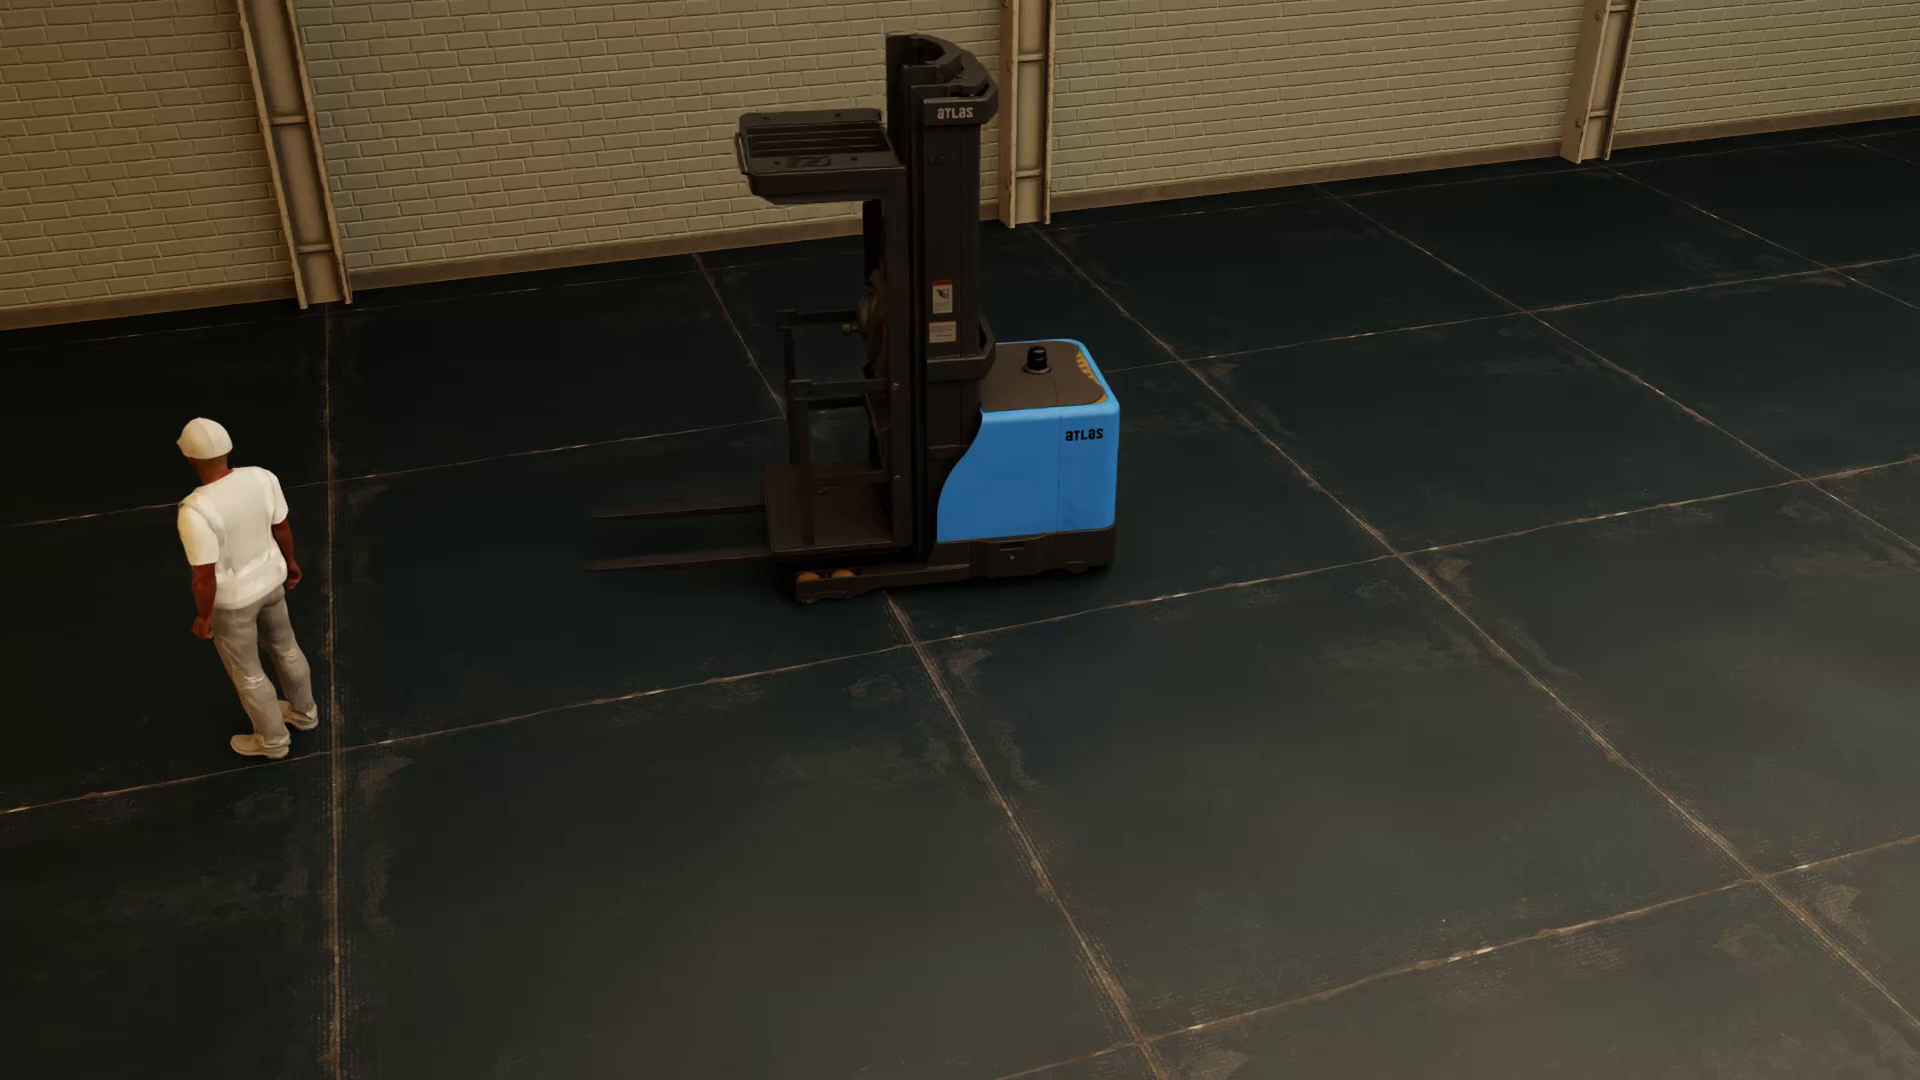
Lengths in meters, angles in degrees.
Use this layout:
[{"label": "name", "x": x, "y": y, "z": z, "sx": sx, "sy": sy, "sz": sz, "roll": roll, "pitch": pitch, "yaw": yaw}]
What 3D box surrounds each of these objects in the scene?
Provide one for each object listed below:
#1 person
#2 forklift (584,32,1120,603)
[{"label": "person", "x": -3.405, "y": 0.224, "z": 7.867, "sx": 0.387, "sy": 1.771, "sz": 0.614, "roll": 13, "pitch": 32, "yaw": 22}, {"label": "forklift", "x": -0.662, "y": -1.201, "z": 9.174, "sx": 3.031, "sy": 2.935, "sz": 1.130, "roll": -5, "pitch": 30, "yaw": -8}]
